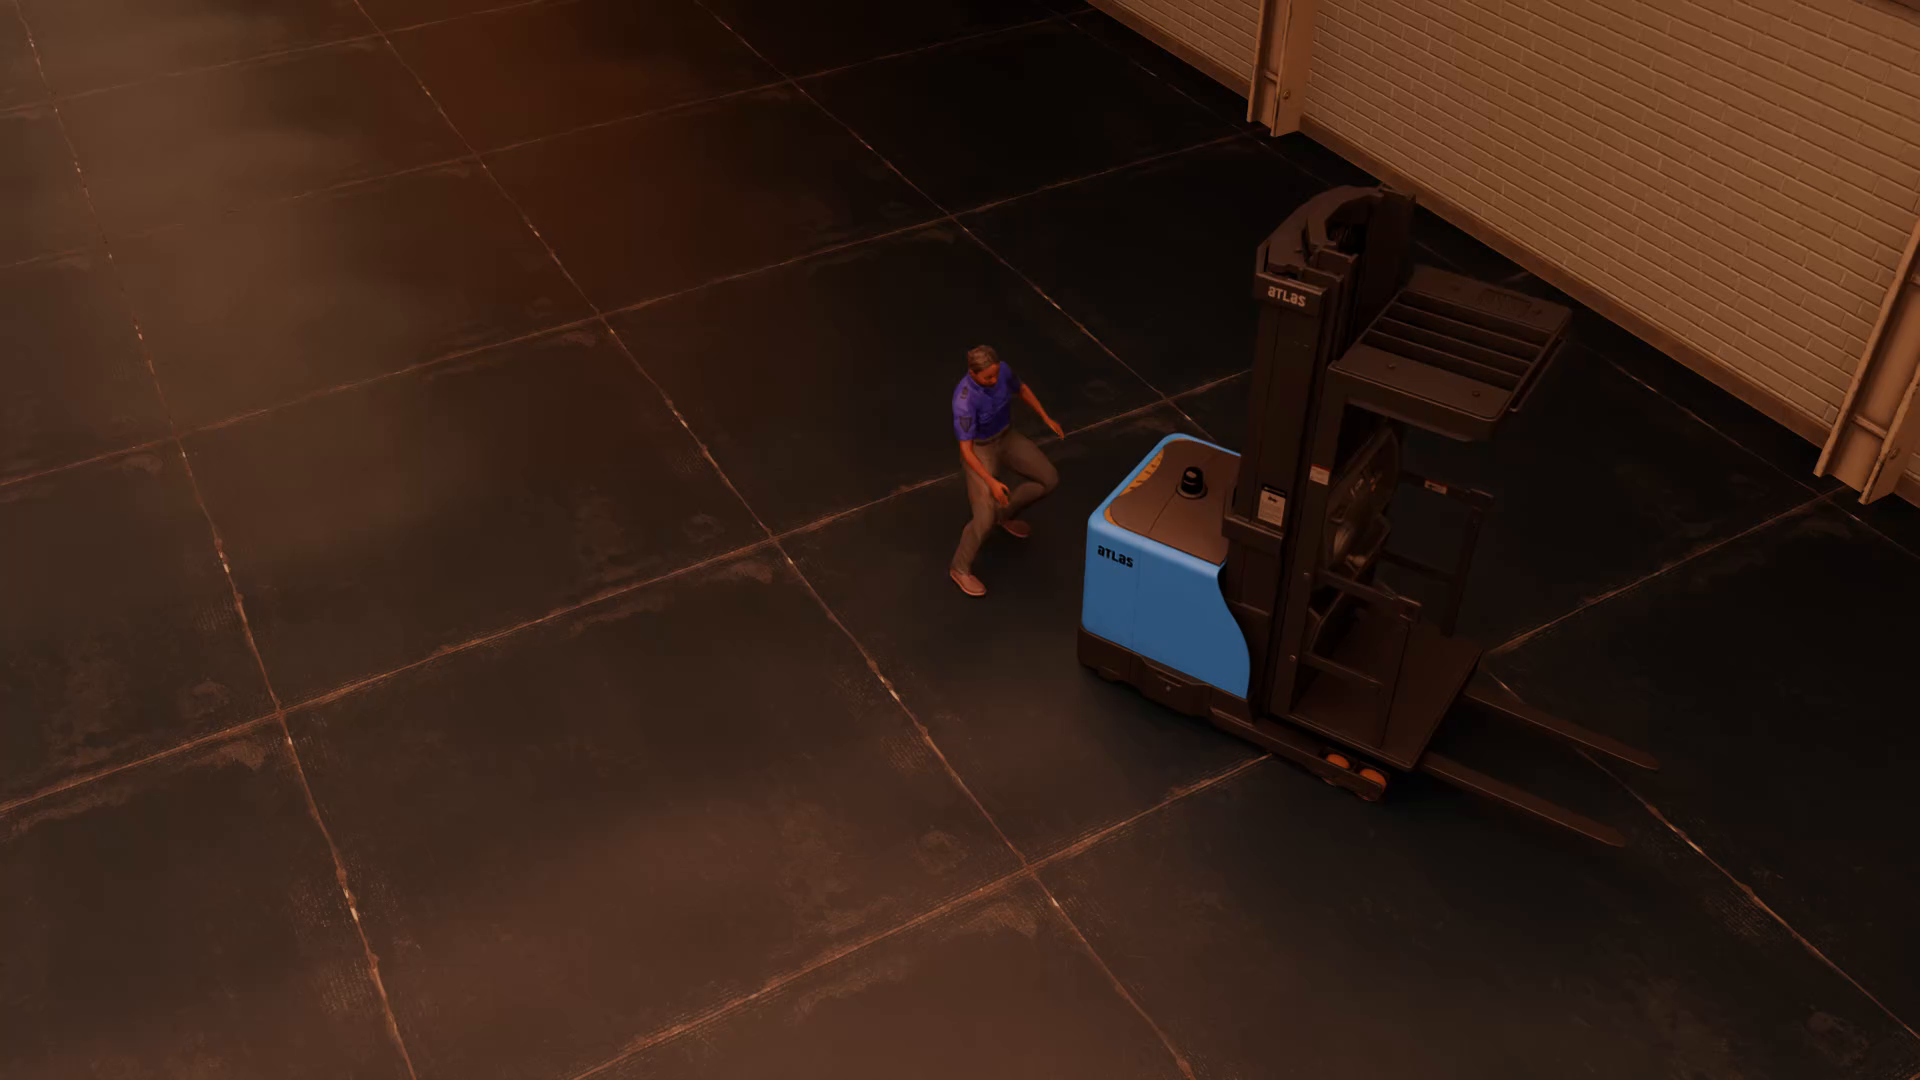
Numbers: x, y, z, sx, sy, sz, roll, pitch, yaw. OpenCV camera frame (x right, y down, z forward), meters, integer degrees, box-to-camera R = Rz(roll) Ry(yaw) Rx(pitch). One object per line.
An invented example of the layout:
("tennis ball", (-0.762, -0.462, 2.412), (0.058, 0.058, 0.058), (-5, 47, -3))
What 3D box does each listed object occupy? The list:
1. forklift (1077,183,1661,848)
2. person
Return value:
("forklift", (2.176, -0.156, 8.224), (3.031, 2.935, 1.130), (23, 45, 25))
("person", (0.255, -0.464, 9.723), (0.640, 1.486, 0.796), (32, 49, 33))
